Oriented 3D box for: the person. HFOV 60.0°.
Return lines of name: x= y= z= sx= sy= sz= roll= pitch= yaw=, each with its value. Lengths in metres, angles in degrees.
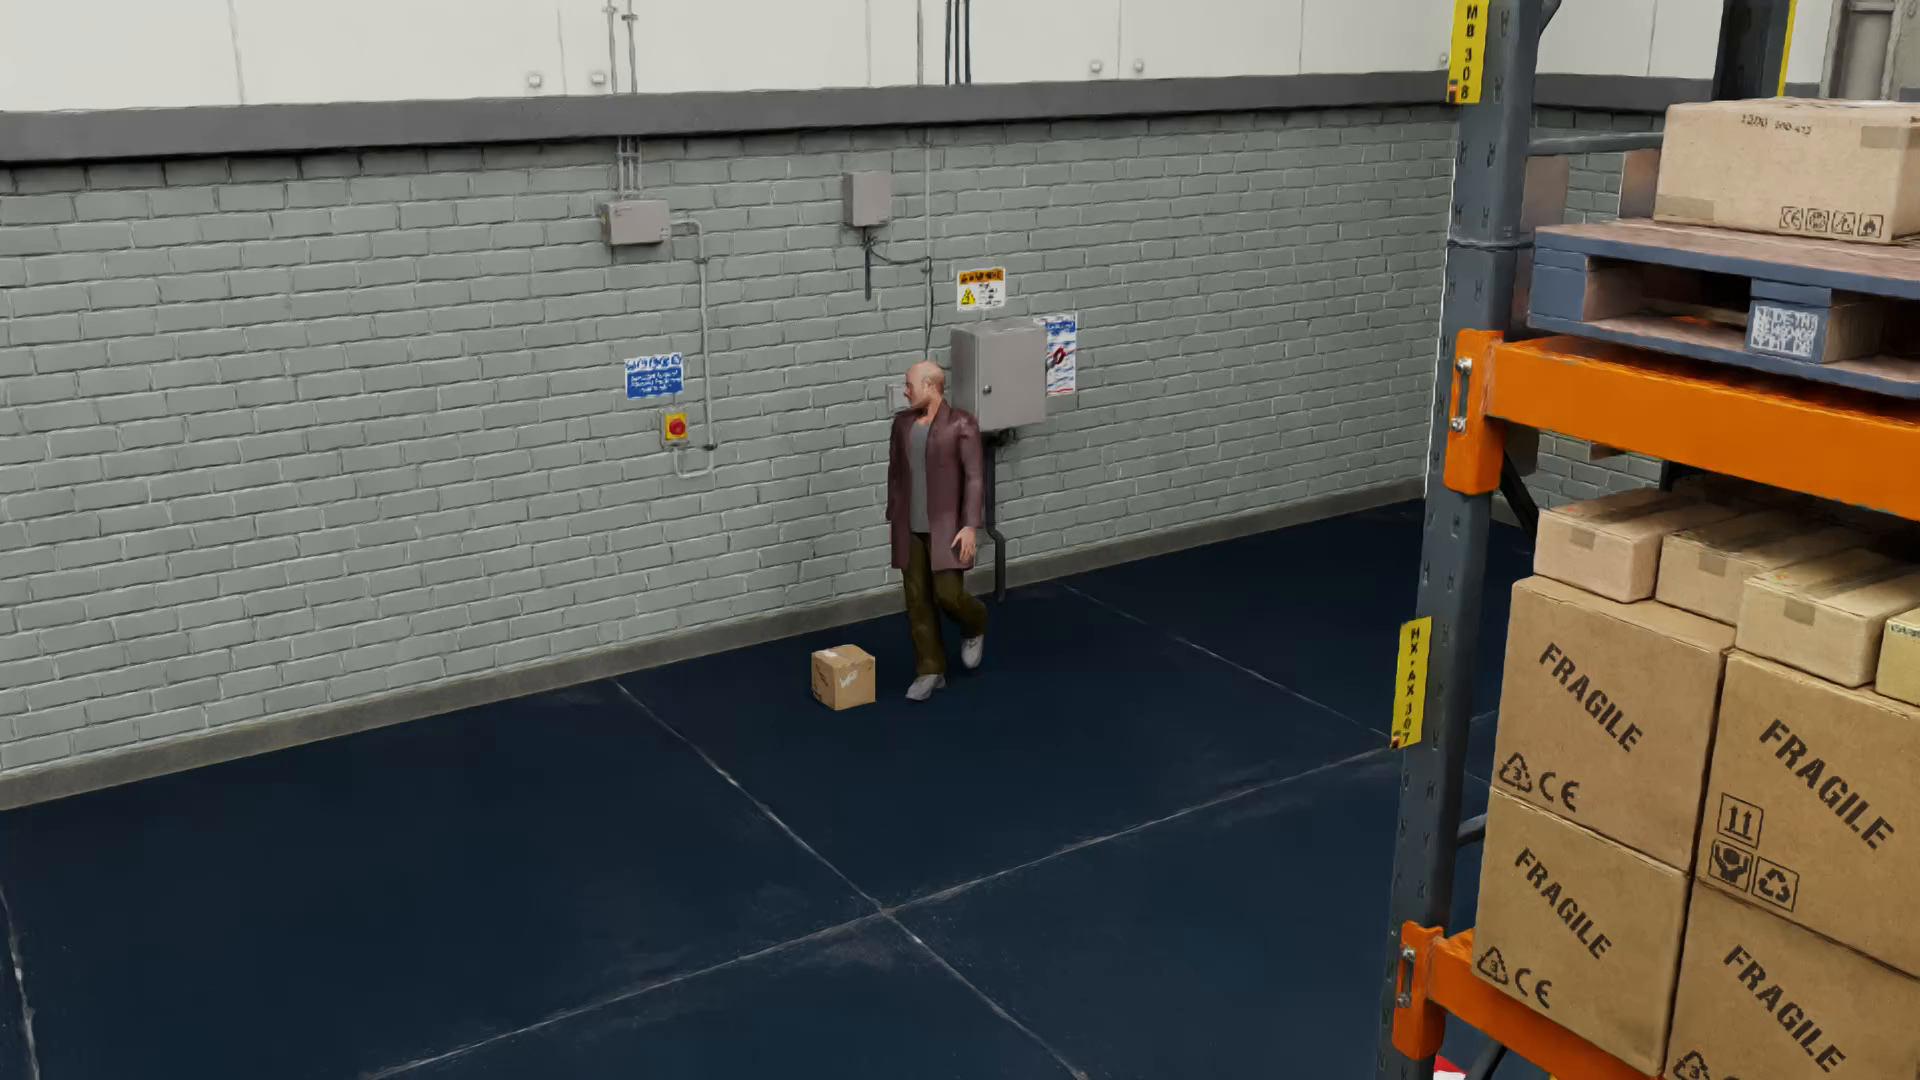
person: x=-0.159 y=-0.069 z=8.823 sx=0.646 sy=1.758 sz=0.707 roll=10 pitch=20 yaw=28
